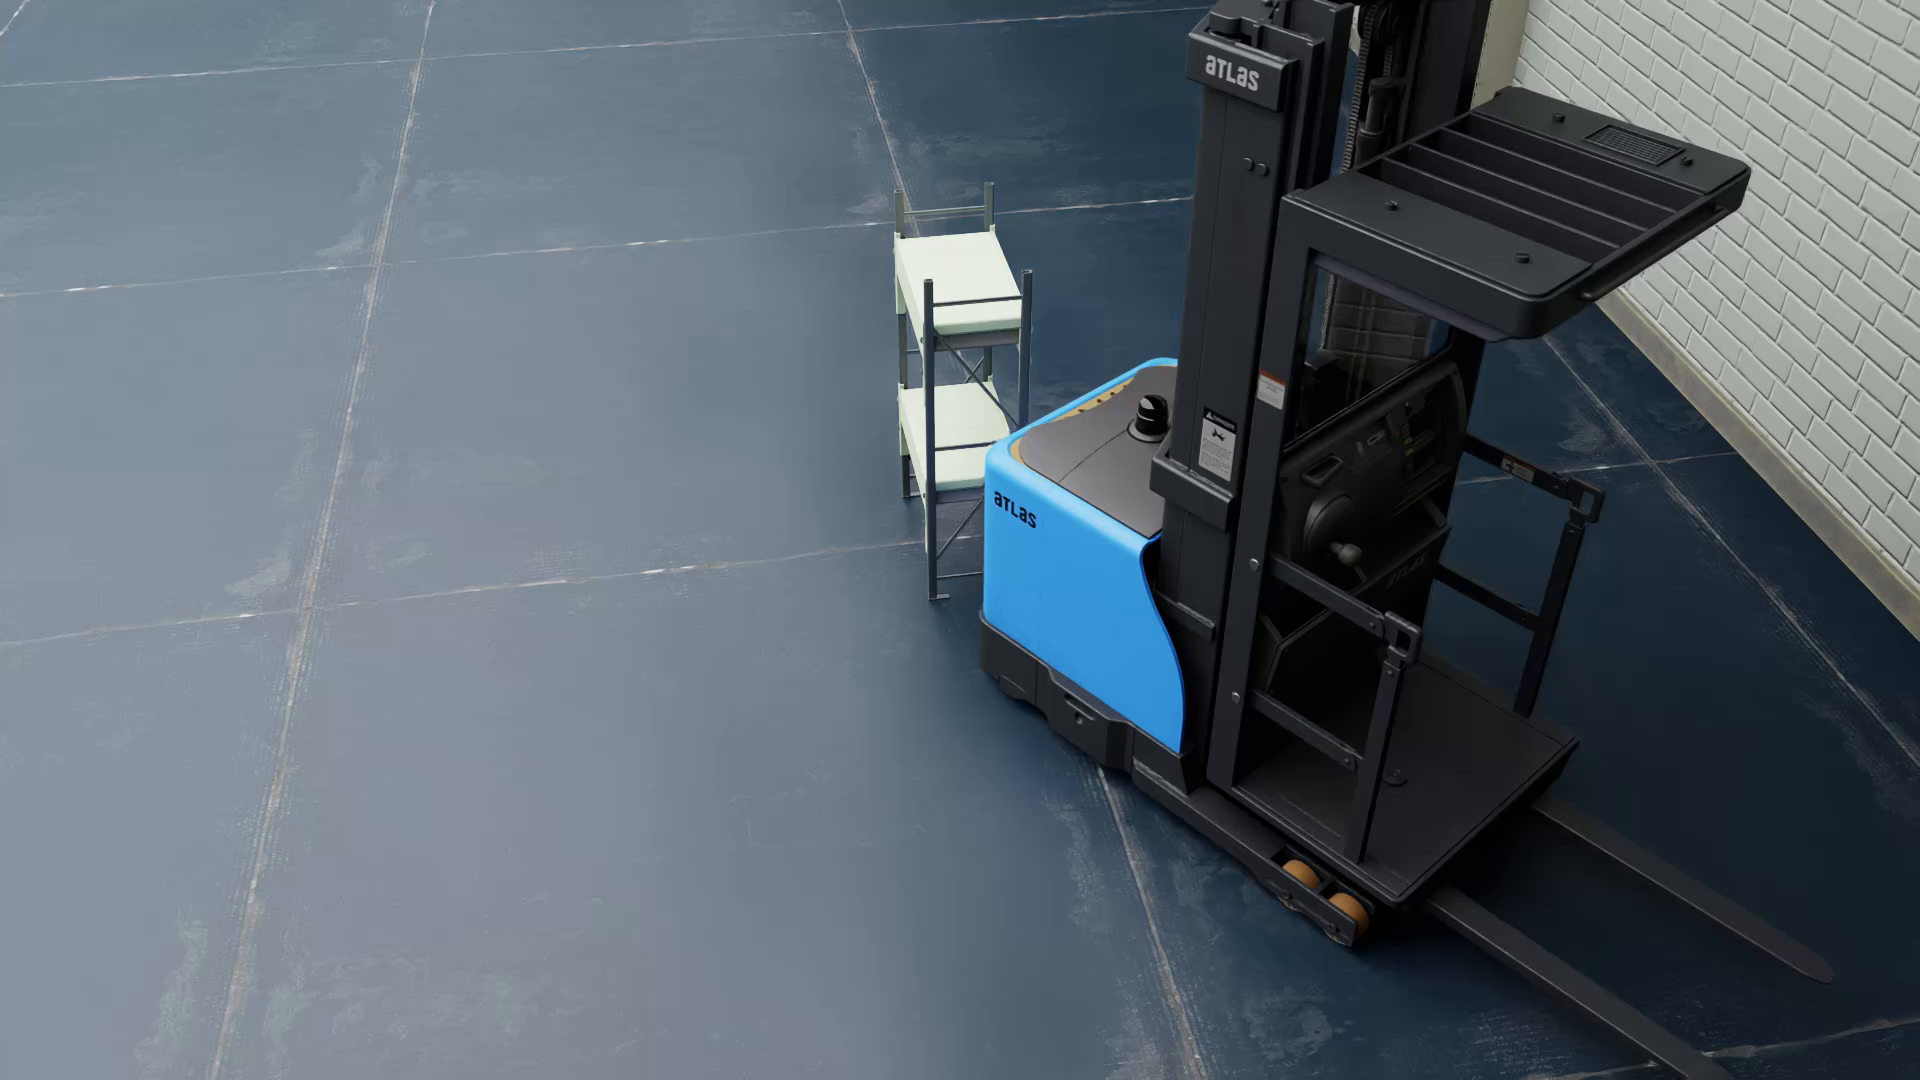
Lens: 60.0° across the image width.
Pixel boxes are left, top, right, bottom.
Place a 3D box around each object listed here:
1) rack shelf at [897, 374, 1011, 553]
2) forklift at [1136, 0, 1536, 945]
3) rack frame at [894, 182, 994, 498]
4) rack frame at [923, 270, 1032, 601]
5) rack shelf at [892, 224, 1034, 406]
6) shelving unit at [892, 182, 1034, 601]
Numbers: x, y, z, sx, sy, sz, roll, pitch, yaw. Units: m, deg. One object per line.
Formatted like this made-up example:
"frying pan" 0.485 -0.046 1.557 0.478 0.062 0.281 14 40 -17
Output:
"rack shelf" 0.001 -0.331 6.985 0.431 0.370 0.720 -6 38 -8
"forklift" 1.442 -0.174 5.085 1.121 2.935 3.031 -30 47 -33
"rack frame" -0.063 -0.809 7.069 0.400 1.500 0.023 -6 38 -8
"rack frame" 0.065 -0.367 6.500 0.400 1.500 0.023 -6 38 -8
"rack shelf" 0.001 -0.896 6.545 0.431 0.370 0.720 -6 38 -8
"shelving unit" 0.001 -0.588 6.785 0.431 1.500 0.755 -6 38 -8
